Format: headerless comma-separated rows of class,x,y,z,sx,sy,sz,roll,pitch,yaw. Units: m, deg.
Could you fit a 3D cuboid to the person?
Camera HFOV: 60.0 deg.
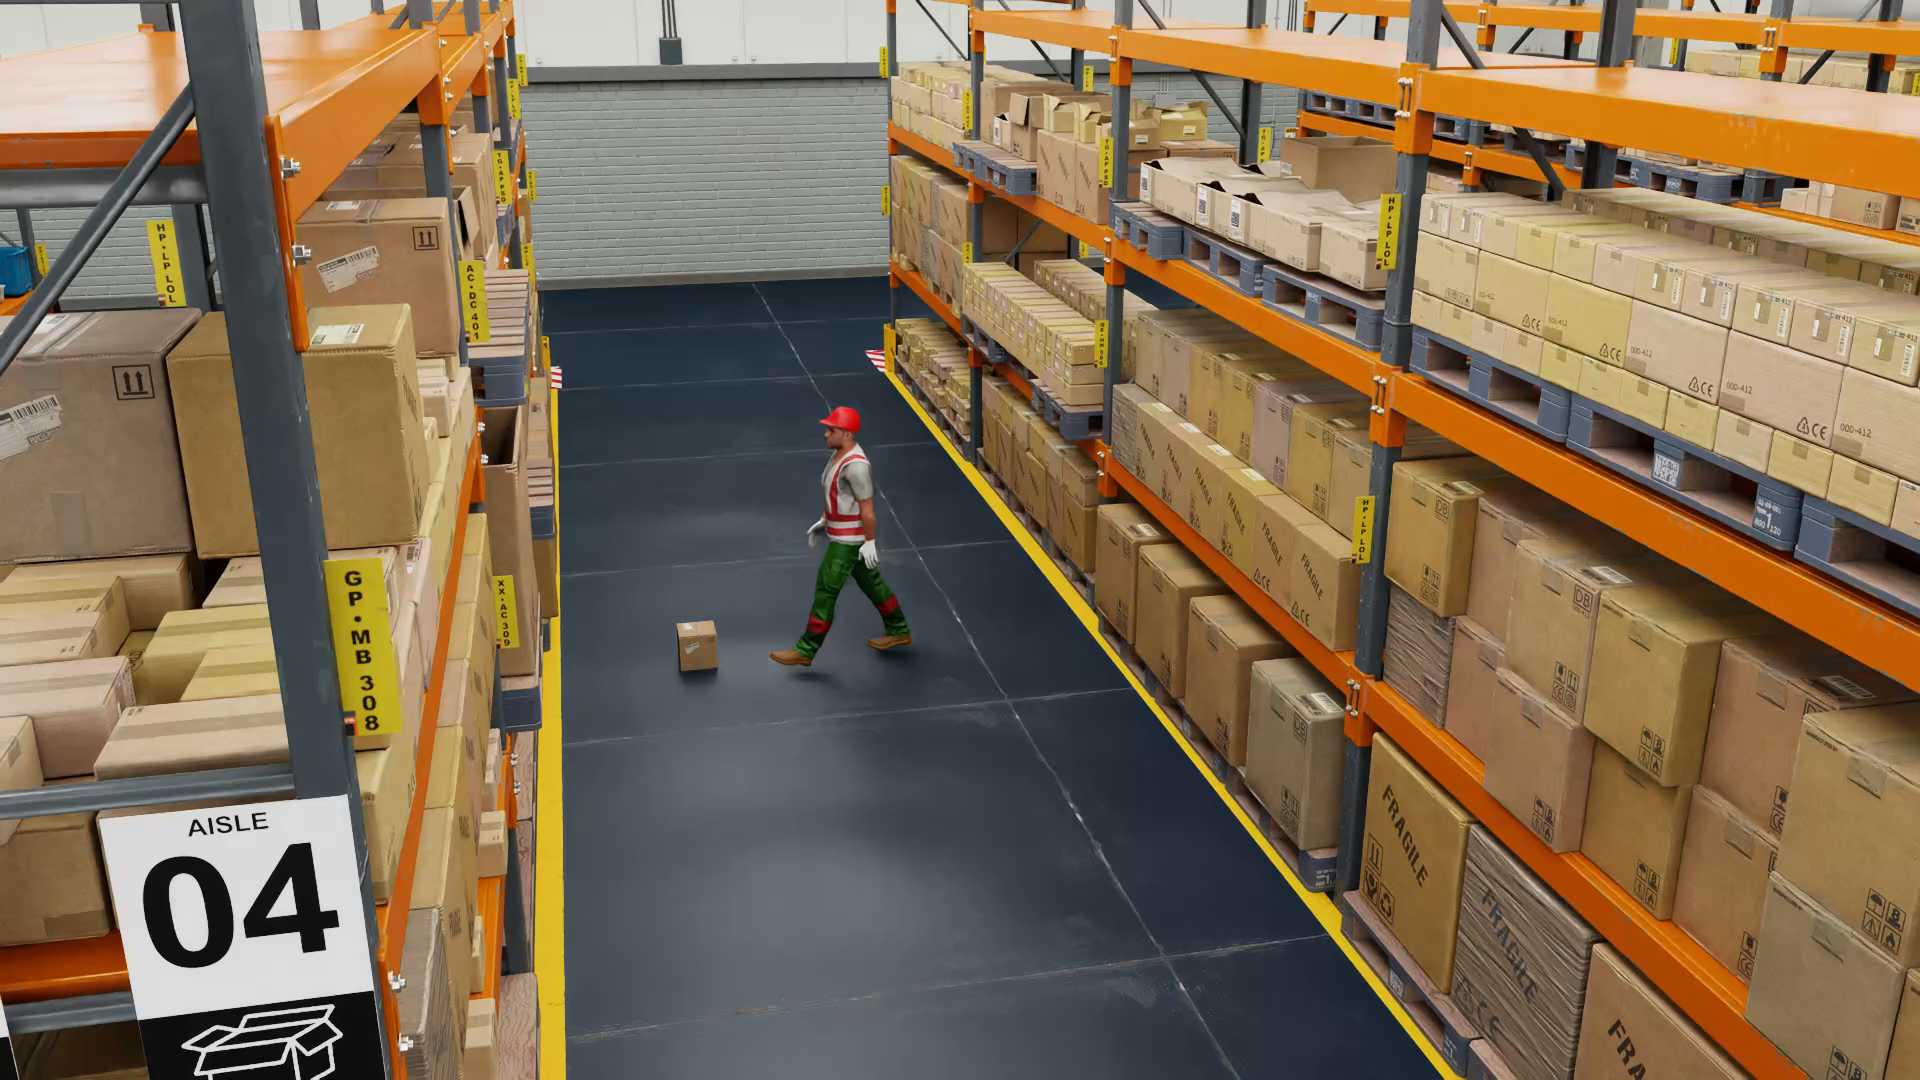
person,-0.817,-0.037,11.119,0.989,1.747,0.527,-3,20,-9
